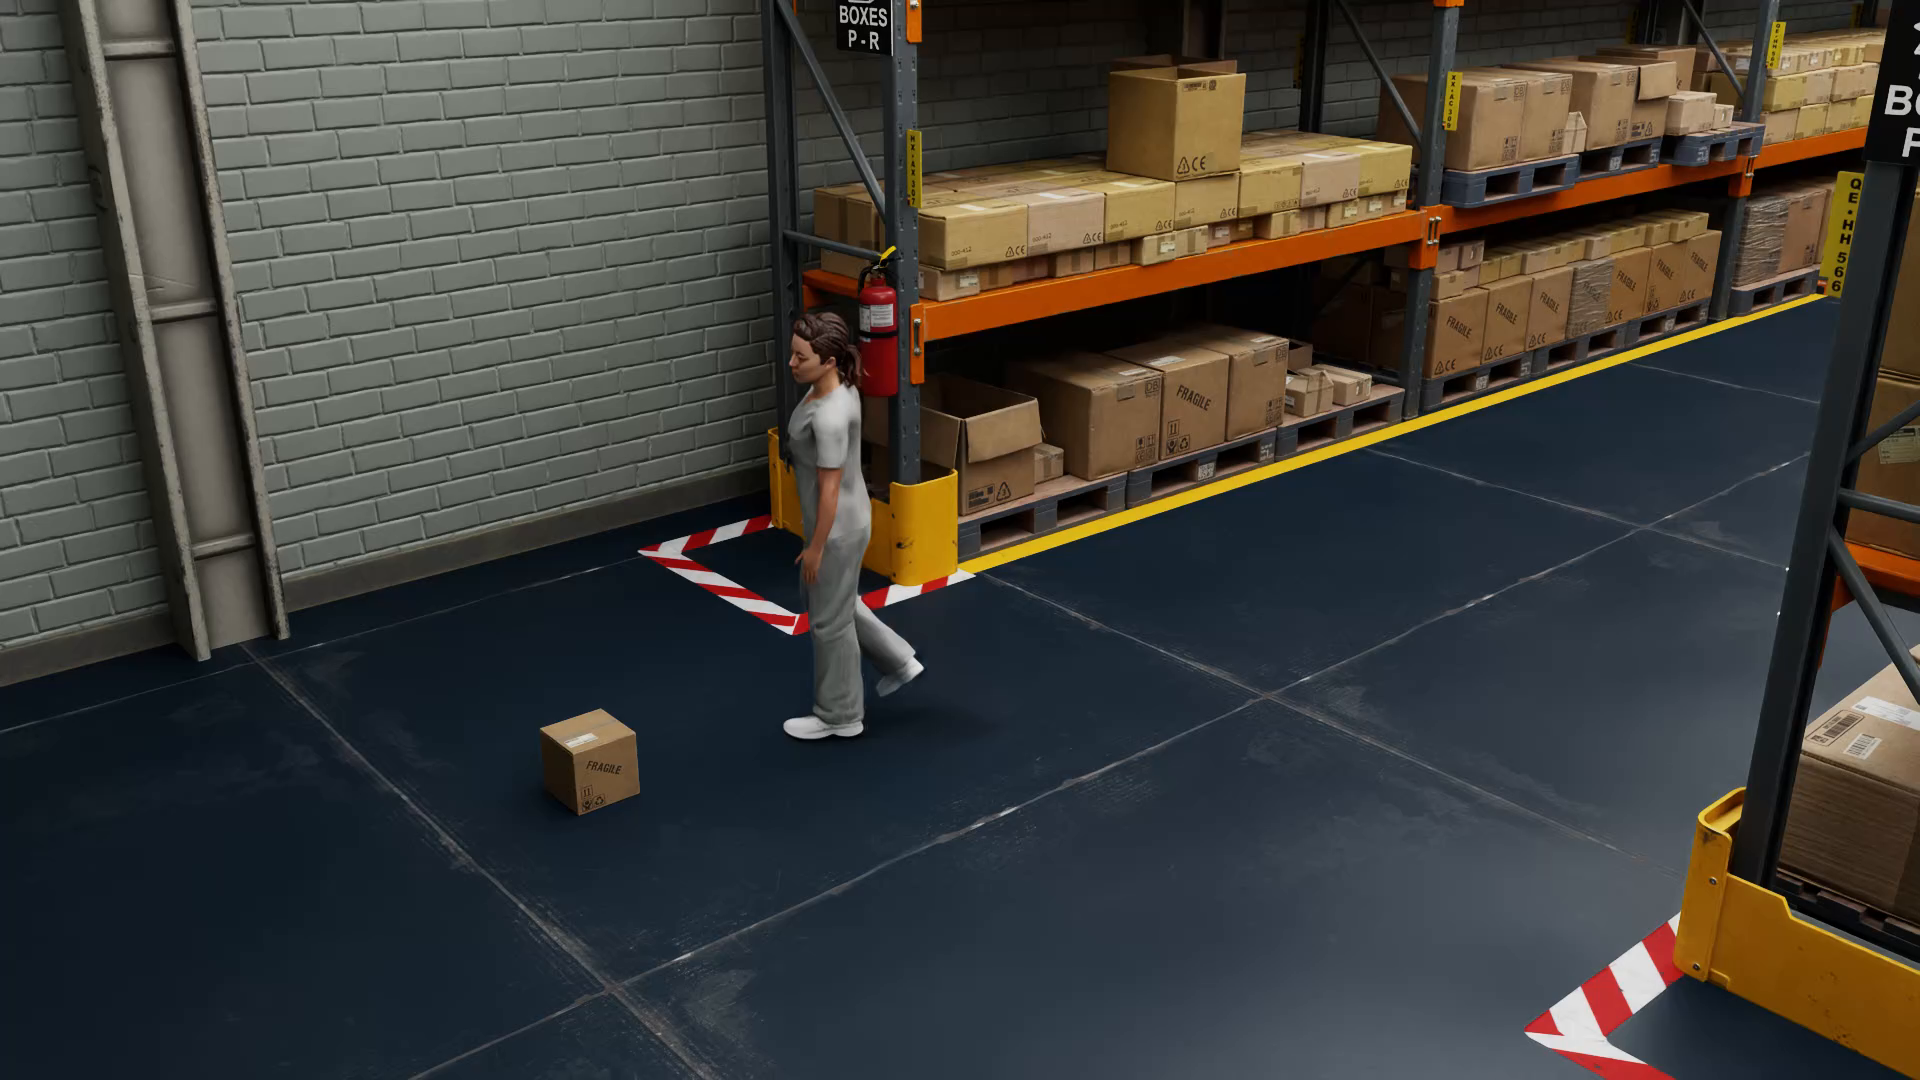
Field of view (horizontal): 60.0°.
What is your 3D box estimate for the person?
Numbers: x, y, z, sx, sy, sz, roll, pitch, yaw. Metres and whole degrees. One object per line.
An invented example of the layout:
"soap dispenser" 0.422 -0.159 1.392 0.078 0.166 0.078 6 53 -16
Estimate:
"person" -0.546 -0.028 6.141 0.371 1.688 0.518 -1 21 -4
